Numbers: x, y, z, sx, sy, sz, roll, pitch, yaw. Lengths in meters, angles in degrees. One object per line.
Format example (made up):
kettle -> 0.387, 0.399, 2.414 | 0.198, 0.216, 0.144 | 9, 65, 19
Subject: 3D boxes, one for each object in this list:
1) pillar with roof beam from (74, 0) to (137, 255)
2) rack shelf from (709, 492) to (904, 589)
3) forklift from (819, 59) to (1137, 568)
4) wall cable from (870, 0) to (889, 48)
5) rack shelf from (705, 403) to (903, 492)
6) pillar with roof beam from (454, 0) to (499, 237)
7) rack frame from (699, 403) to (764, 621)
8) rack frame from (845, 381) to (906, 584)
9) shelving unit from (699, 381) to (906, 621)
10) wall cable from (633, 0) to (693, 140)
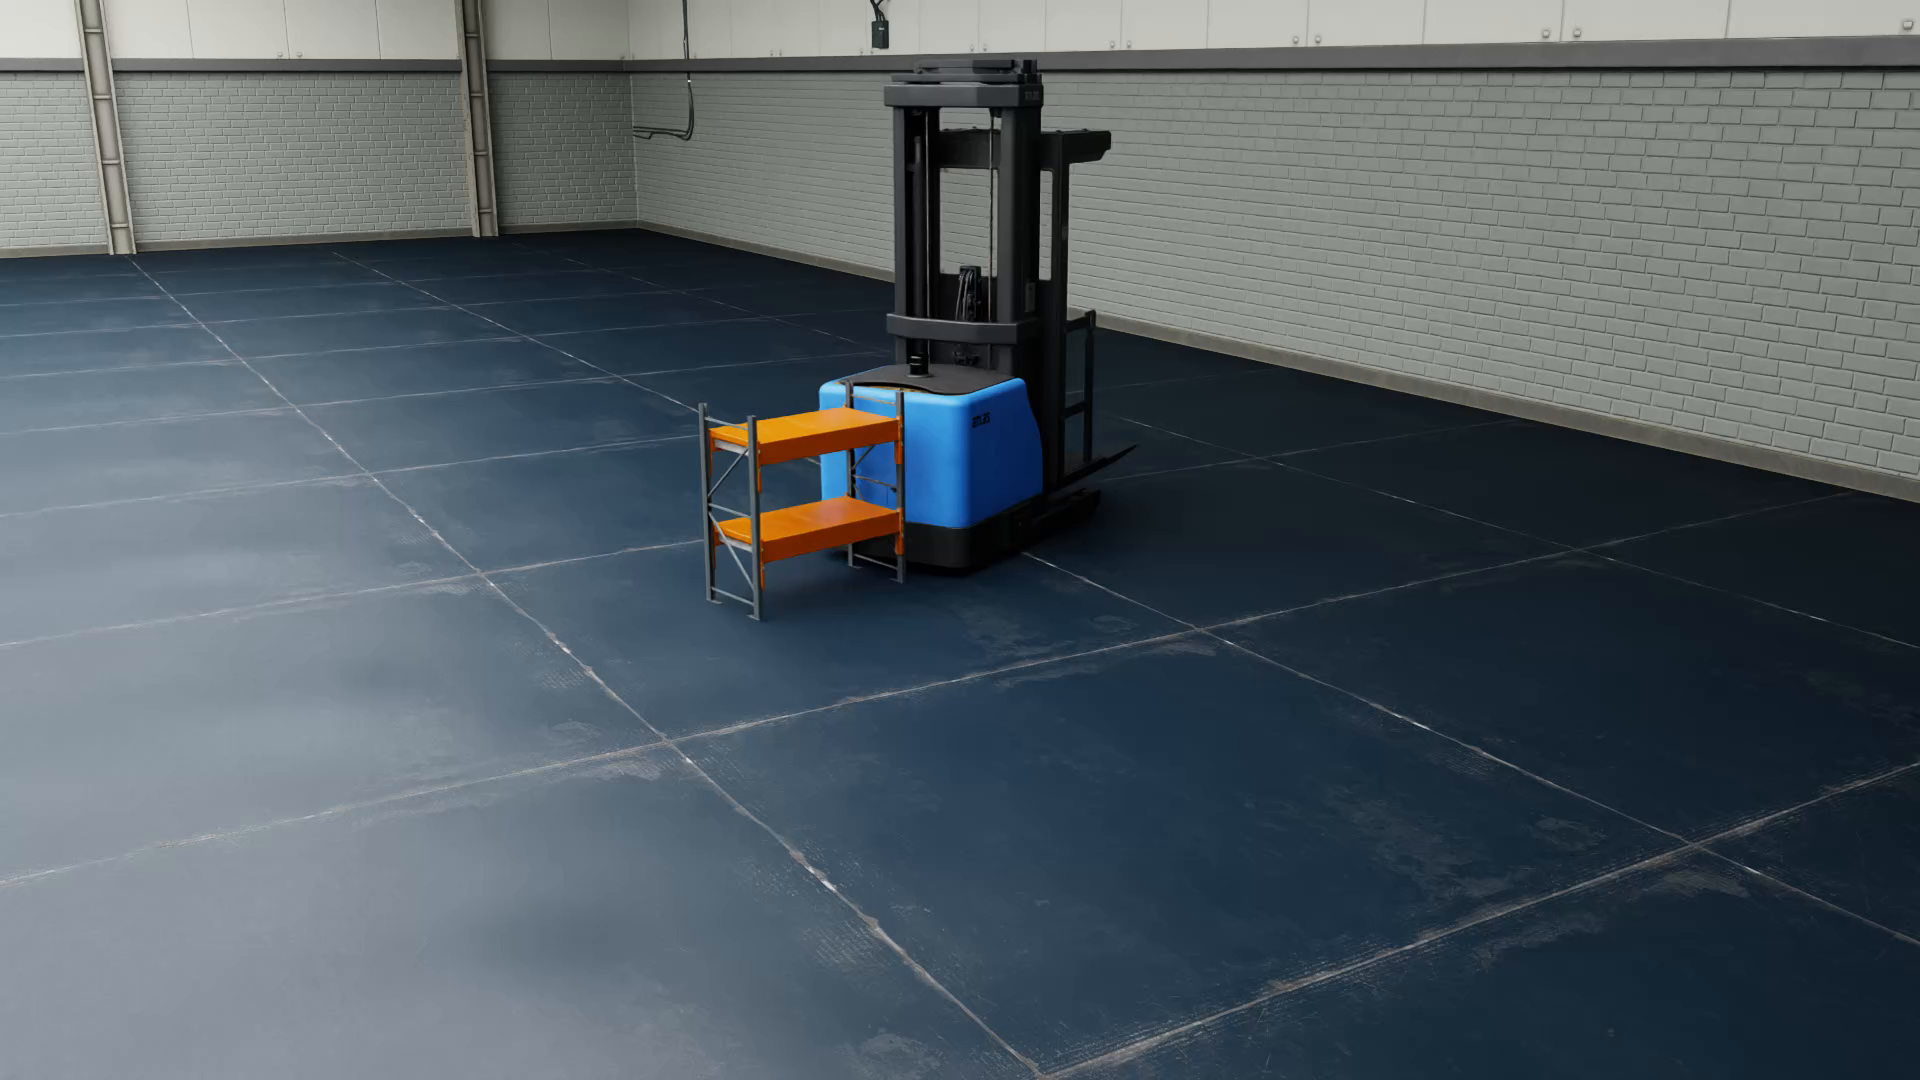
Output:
pillar with roof beam -> -11.605, -8.070, 22.679 | 0.400, 9.000, 9.100 | -9, 18, -30
rack shelf -> -0.868, -0.010, 9.422 | 1.000, 0.278, 0.538 | -14, 21, -40
forklift -> 0.291, -1.594, 10.821 | 1.130, 2.935, 3.031 | 8, 18, 27
wall cable -> -0.597, -9.442, 21.274 | 0.169, 6.003, 2.305 | -9, 18, -30
rack shelf -> -0.868, -0.528, 9.277 | 1.000, 0.278, 0.538 | -14, 21, -40
pillar with roof beam -> -6.462, -8.904, 25.654 | 0.400, 9.000, 9.100 | -9, 18, -30
rack frame -> -1.244, -0.153, 9.027 | 0.032, 1.125, 0.500 | -14, 21, -40
rack frame -> -0.492, -0.338, 9.685 | 0.032, 1.125, 0.500 | -14, 21, -40
shelving unit -> -0.868, -0.246, 9.356 | 1.048, 1.125, 0.538 | -14, 21, -40
wall cable -> -5.473, -8.508, 29.996 | 0.112, 2.526, 3.097 | -9, 18, -30
